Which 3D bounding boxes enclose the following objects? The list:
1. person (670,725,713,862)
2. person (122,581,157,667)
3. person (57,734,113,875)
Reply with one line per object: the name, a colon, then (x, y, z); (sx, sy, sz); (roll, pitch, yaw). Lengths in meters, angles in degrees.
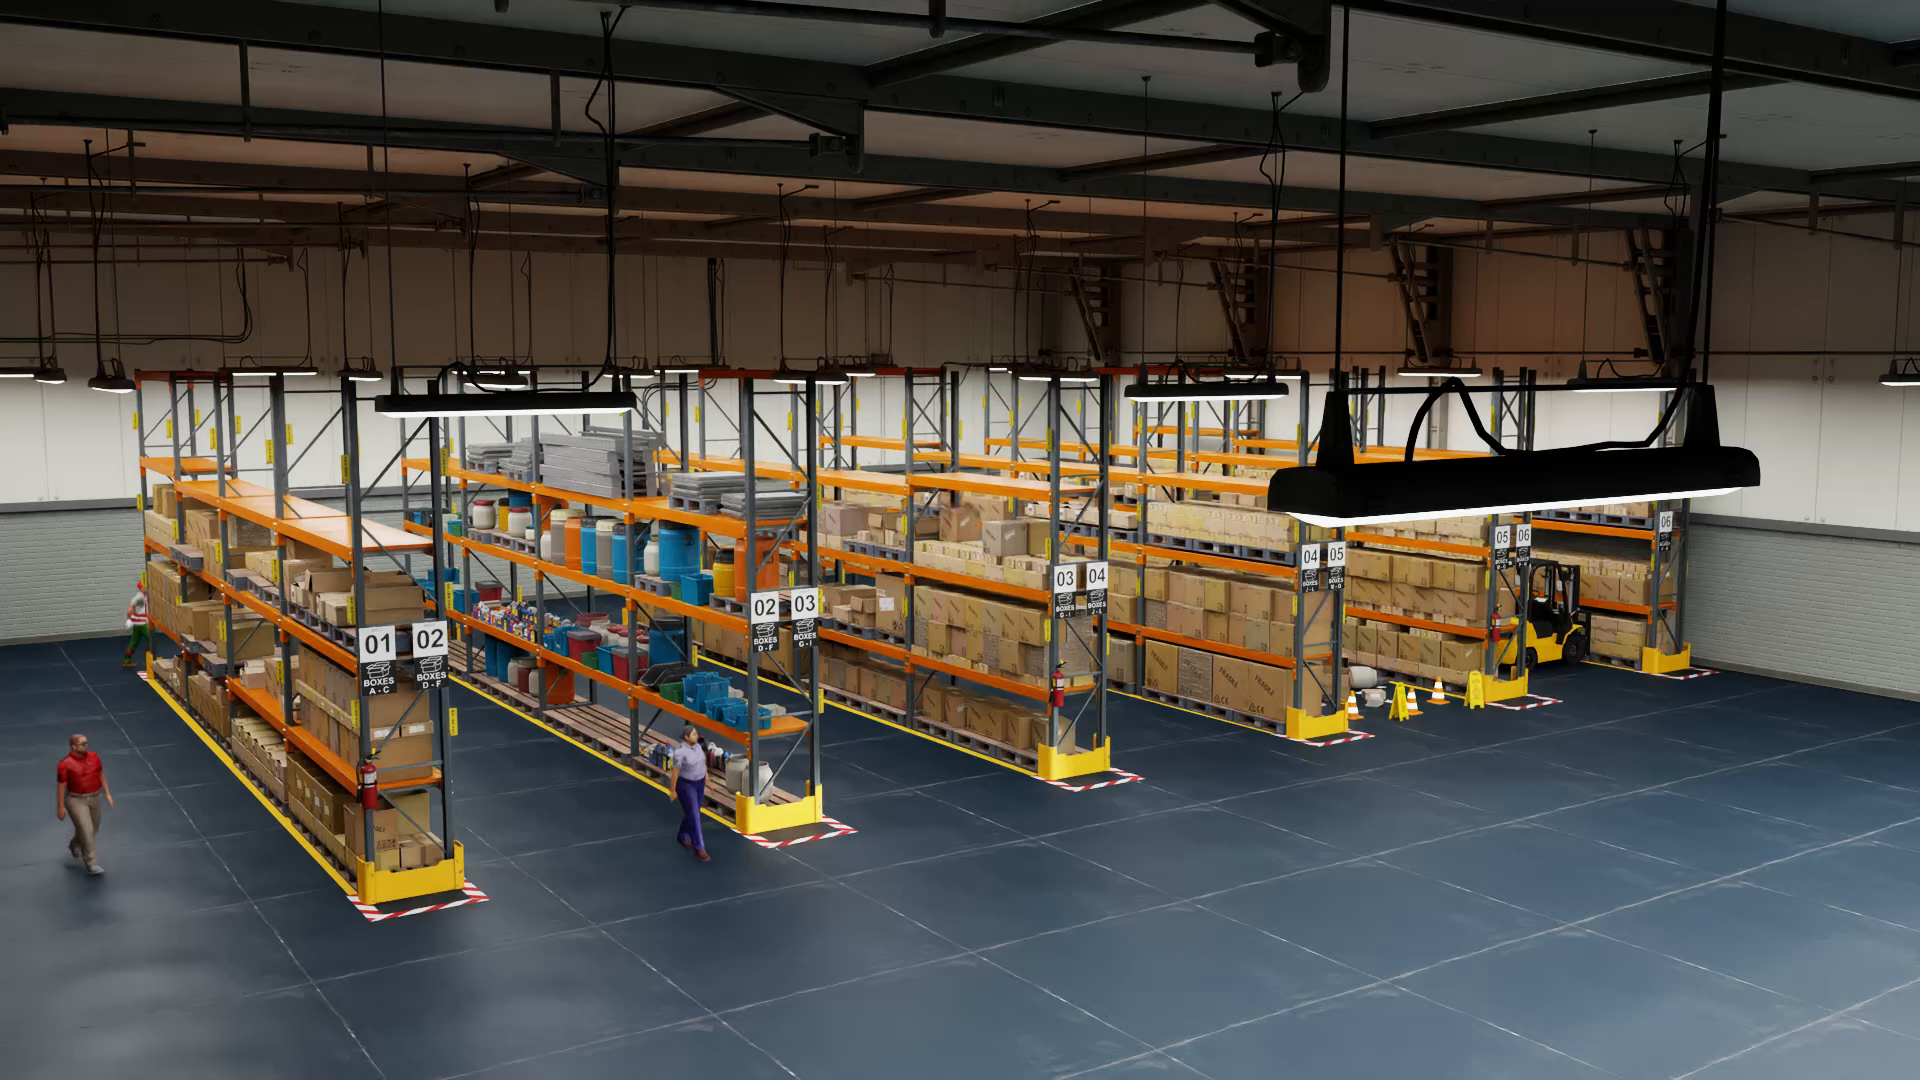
person: (-3.354, 3.153, 21.030); (0.774, 1.637, 0.534); (3, 7, 28)
person: (-16.391, 1.692, 33.372); (0.852, 1.792, 0.610); (-4, 8, -34)
person: (-10.716, 3.190, 20.365); (0.993, 1.678, 0.626); (4, 8, 33)
